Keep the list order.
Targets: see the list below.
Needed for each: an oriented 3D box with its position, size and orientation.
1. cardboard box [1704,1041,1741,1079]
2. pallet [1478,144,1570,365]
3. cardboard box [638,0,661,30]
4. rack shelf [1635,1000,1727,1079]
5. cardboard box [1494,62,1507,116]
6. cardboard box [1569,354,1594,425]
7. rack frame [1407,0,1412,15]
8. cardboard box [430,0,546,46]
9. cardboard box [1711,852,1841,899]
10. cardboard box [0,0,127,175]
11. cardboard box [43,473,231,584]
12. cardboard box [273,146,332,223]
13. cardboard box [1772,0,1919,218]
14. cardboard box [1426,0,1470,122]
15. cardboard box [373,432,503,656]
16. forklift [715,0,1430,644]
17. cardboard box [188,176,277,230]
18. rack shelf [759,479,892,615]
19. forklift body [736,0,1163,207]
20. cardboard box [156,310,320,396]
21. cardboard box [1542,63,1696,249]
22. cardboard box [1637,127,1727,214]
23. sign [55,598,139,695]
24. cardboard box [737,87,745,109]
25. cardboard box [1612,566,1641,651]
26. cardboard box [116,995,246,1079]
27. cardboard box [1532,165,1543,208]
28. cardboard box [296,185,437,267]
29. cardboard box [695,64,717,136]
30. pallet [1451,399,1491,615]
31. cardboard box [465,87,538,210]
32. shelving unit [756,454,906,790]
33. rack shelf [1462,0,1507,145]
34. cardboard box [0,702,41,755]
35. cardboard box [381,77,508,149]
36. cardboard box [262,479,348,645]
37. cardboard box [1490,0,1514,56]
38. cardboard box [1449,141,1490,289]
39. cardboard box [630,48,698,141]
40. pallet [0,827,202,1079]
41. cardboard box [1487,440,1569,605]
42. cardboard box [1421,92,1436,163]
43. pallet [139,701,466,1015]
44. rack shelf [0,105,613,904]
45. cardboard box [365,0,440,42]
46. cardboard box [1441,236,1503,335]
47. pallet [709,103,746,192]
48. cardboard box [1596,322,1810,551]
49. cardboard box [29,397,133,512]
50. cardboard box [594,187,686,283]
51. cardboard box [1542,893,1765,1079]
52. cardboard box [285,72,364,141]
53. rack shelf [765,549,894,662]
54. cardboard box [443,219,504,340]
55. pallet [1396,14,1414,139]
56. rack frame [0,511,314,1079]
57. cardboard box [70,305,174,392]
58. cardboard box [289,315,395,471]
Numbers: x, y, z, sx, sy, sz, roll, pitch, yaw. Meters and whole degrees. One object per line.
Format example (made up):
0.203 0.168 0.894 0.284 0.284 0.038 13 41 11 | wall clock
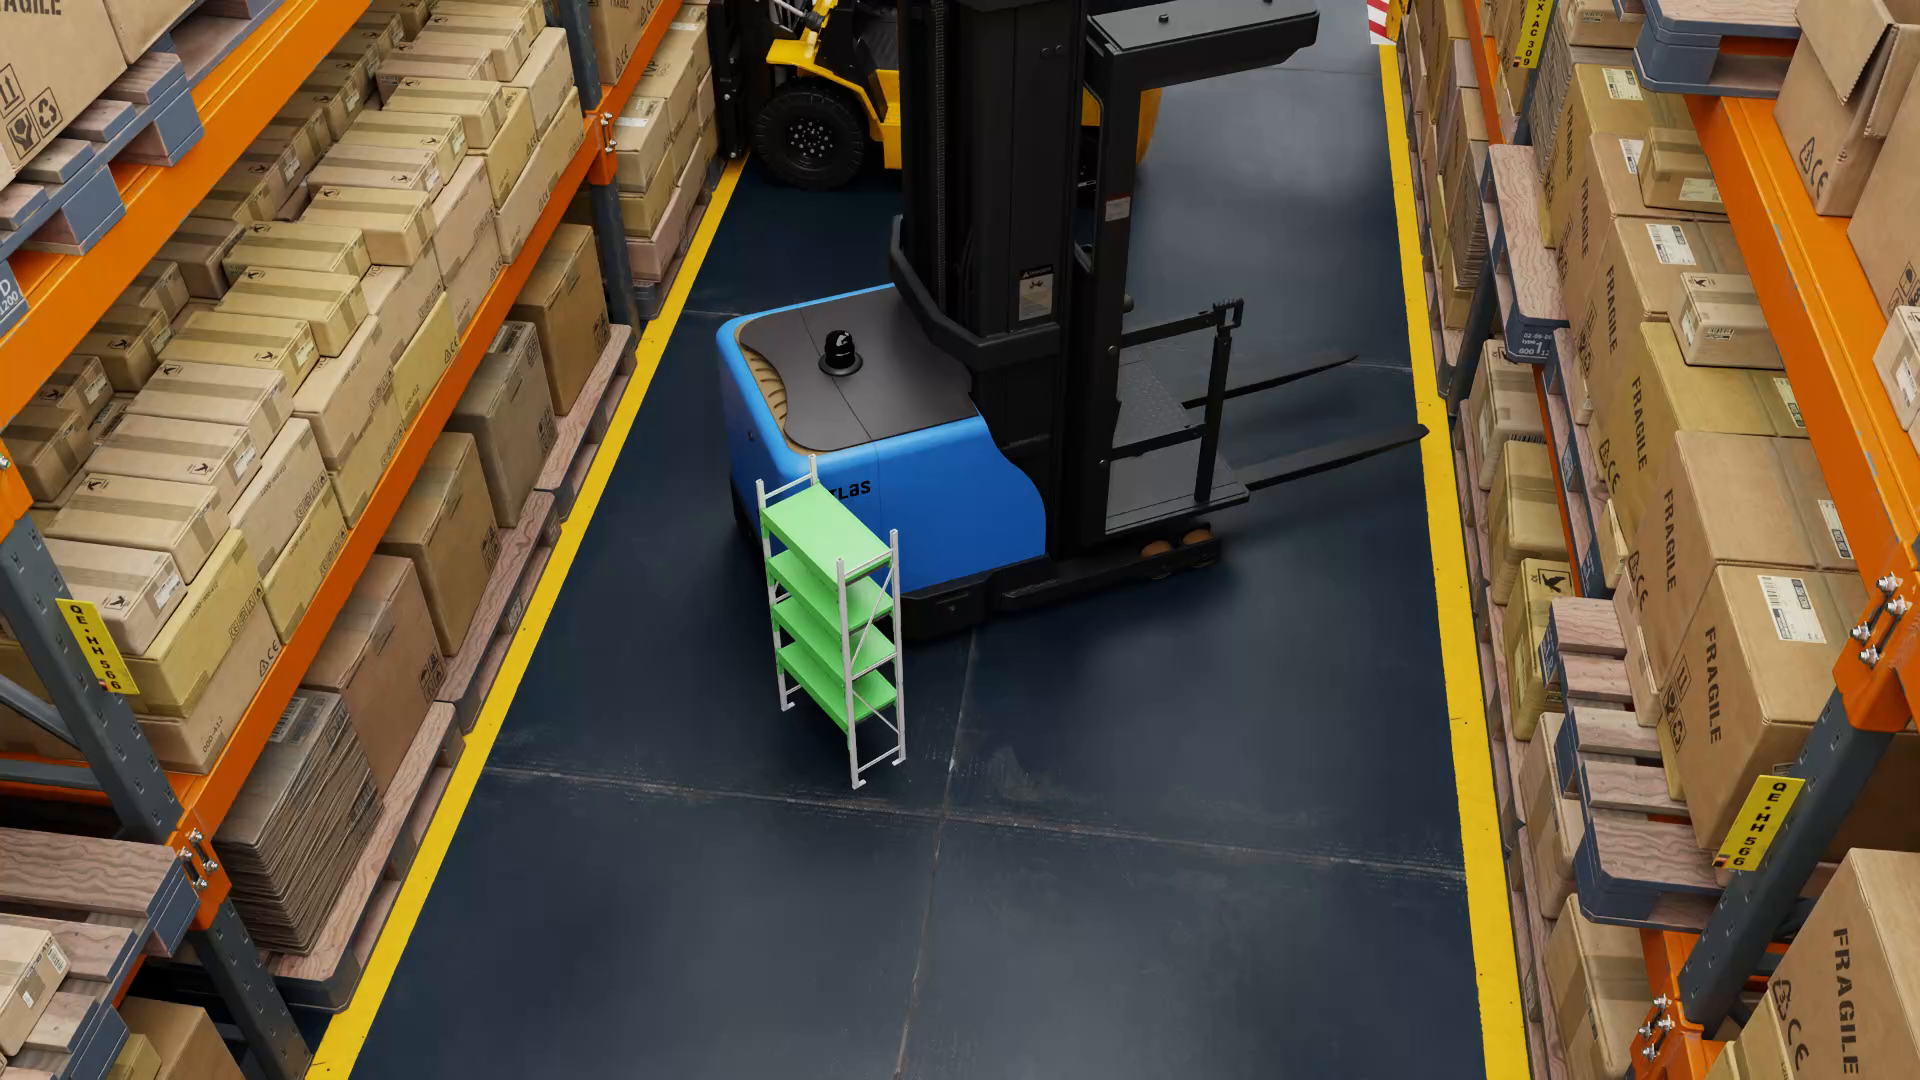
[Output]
1.977 1.424 3.696 0.500 0.250 0.500 5 44 5 | cardboard box
2.574 -1.090 6.381 1.003 0.211 1.213 5 44 6 | pallet
-1.731 -2.787 7.962 0.500 0.500 0.500 6 44 6 | cardboard box
2.026 2.683 2.780 1.077 0.370 4.000 5 44 6 | rack shelf
2.586 -1.993 7.378 0.380 0.149 0.250 6 44 6 | cardboard box
2.233 -0.495 5.490 0.380 0.149 0.250 7 44 7 | cardboard box
3.348 -4.393 9.730 1.000 3.000 0.127 5 44 6 | rack frame
-1.926 -2.135 6.801 0.380 0.149 0.250 7 44 7 | cardboard box
2.101 0.753 4.173 0.380 0.149 0.250 7 44 7 | cardboard box
-2.293 -1.176 3.700 0.500 0.500 0.500 6 44 6 | cardboard box
-2.262 -0.034 4.582 0.380 0.149 0.250 6 44 6 | cardboard box
-2.578 -1.230 6.135 0.500 0.250 0.500 4 44 5 | cardboard box
2.464 -1.110 4.006 0.797 0.503 0.637 5 44 6 | cardboard box
2.826 -2.581 8.965 0.500 0.500 0.500 6 44 6 | cardboard box
-2.366 -0.009 6.521 0.875 0.625 0.625 4 44 4 | cardboard box
0.580 -1.221 6.430 3.031 2.935 1.130 -15 45 -15 | forklift
-2.608 -1.133 5.742 0.380 0.149 0.250 6 44 6 | cardboard box
-0.457 0.018 5.776 0.258 0.148 0.480 -28 50 -26 | rack shelf
-0.015 -3.076 8.956 2.313 2.155 1.214 5 44 6 | forklift body
-2.228 -0.565 5.143 0.380 0.149 0.250 6 44 6 | cardboard box
2.408 -1.329 5.900 0.500 0.500 0.500 5 44 6 | cardboard box
2.365 -1.161 5.251 0.380 0.149 0.250 8 44 8 | cardboard box
-2.091 0.261 4.030 0.100 0.325 0.005 5 44 6 | sign
-1.518 -2.613 9.544 0.500 0.250 0.500 7 44 7 | cardboard box
2.095 0.217 4.739 0.380 0.149 0.250 3 44 4 | cardboard box
-2.473 1.673 4.836 0.500 0.500 0.500 6 44 7 | cardboard box
2.433 -1.380 6.426 0.380 0.149 0.250 6 44 6 | cardboard box
-2.024 -1.073 5.680 0.380 0.149 0.250 4 44 4 | cardboard box
-1.589 -2.438 8.996 0.500 0.250 0.500 5 44 5 | cardboard box
2.718 -0.124 7.249 1.003 0.211 1.213 5 44 6 | pallet
-1.973 -1.534 6.456 0.500 0.250 0.500 4 44 4 | cardboard box
-0.457 0.320 6.062 0.258 1.200 0.503 -28 50 -26 | shelving unit
3.084 -2.769 8.538 1.077 0.370 4.000 5 44 6 | rack shelf
-2.824 0.335 4.846 0.500 0.250 0.500 4 44 5 | cardboard box
-1.930 -1.604 6.240 0.380 0.149 0.250 4 44 4 | cardboard box
-2.258 0.042 5.155 0.500 0.250 0.500 4 44 5 | cardboard box
2.693 -2.488 7.429 0.500 0.500 0.500 7 44 7 | cardboard box
2.632 -1.521 7.846 0.500 0.500 0.500 5 44 5 | cardboard box
-1.648 -2.282 8.467 0.500 0.250 0.500 5 44 6 | cardboard box
-2.650 1.148 4.017 1.213 0.211 1.003 5 44 6 | pallet
2.661 -0.018 6.715 0.950 0.372 0.625 8 44 8 | cardboard box
2.833 -2.302 9.217 0.500 0.250 0.500 8 44 8 | cardboard box
-2.482 1.065 5.994 1.003 0.211 1.213 5 44 6 | pallet
-2.365 -0.492 6.133 1.077 0.370 4.000 5 44 6 | rack shelf
-2.360 -2.168 6.835 0.380 0.149 0.250 4 44 5 | cardboard box
2.631 -1.249 8.104 0.500 0.250 0.500 7 44 7 | cardboard box
-1.796 -2.475 9.733 1.003 0.211 1.213 5 44 6 | pallet
2.198 -0.270 4.782 0.500 0.500 0.500 3 43 3 | cardboard box
-2.780 -0.197 5.044 0.500 0.250 0.500 6 44 6 | cardboard box
-1.709 -1.569 8.442 0.500 0.250 0.500 6 44 6 | cardboard box
2.375 1.476 5.137 0.950 0.372 0.625 3 43 3 | cardboard box
-2.495 -1.643 6.282 0.380 0.149 0.250 5 44 5 | cardboard box
-0.457 0.192 5.941 0.258 0.148 0.480 -28 50 -26 | rack shelf
-2.065 -1.015 6.272 0.500 0.250 0.500 5 44 6 | cardboard box
3.196 -2.778 10.053 1.003 0.211 1.213 5 44 6 | pallet
-2.630 0.610 4.446 1.000 3.000 0.127 5 44 6 | rack frame
-2.694 -0.606 5.186 0.380 0.149 0.250 5 44 5 | cardboard box
-2.175 -0.493 5.357 0.500 0.250 0.500 4 44 4 | cardboard box
